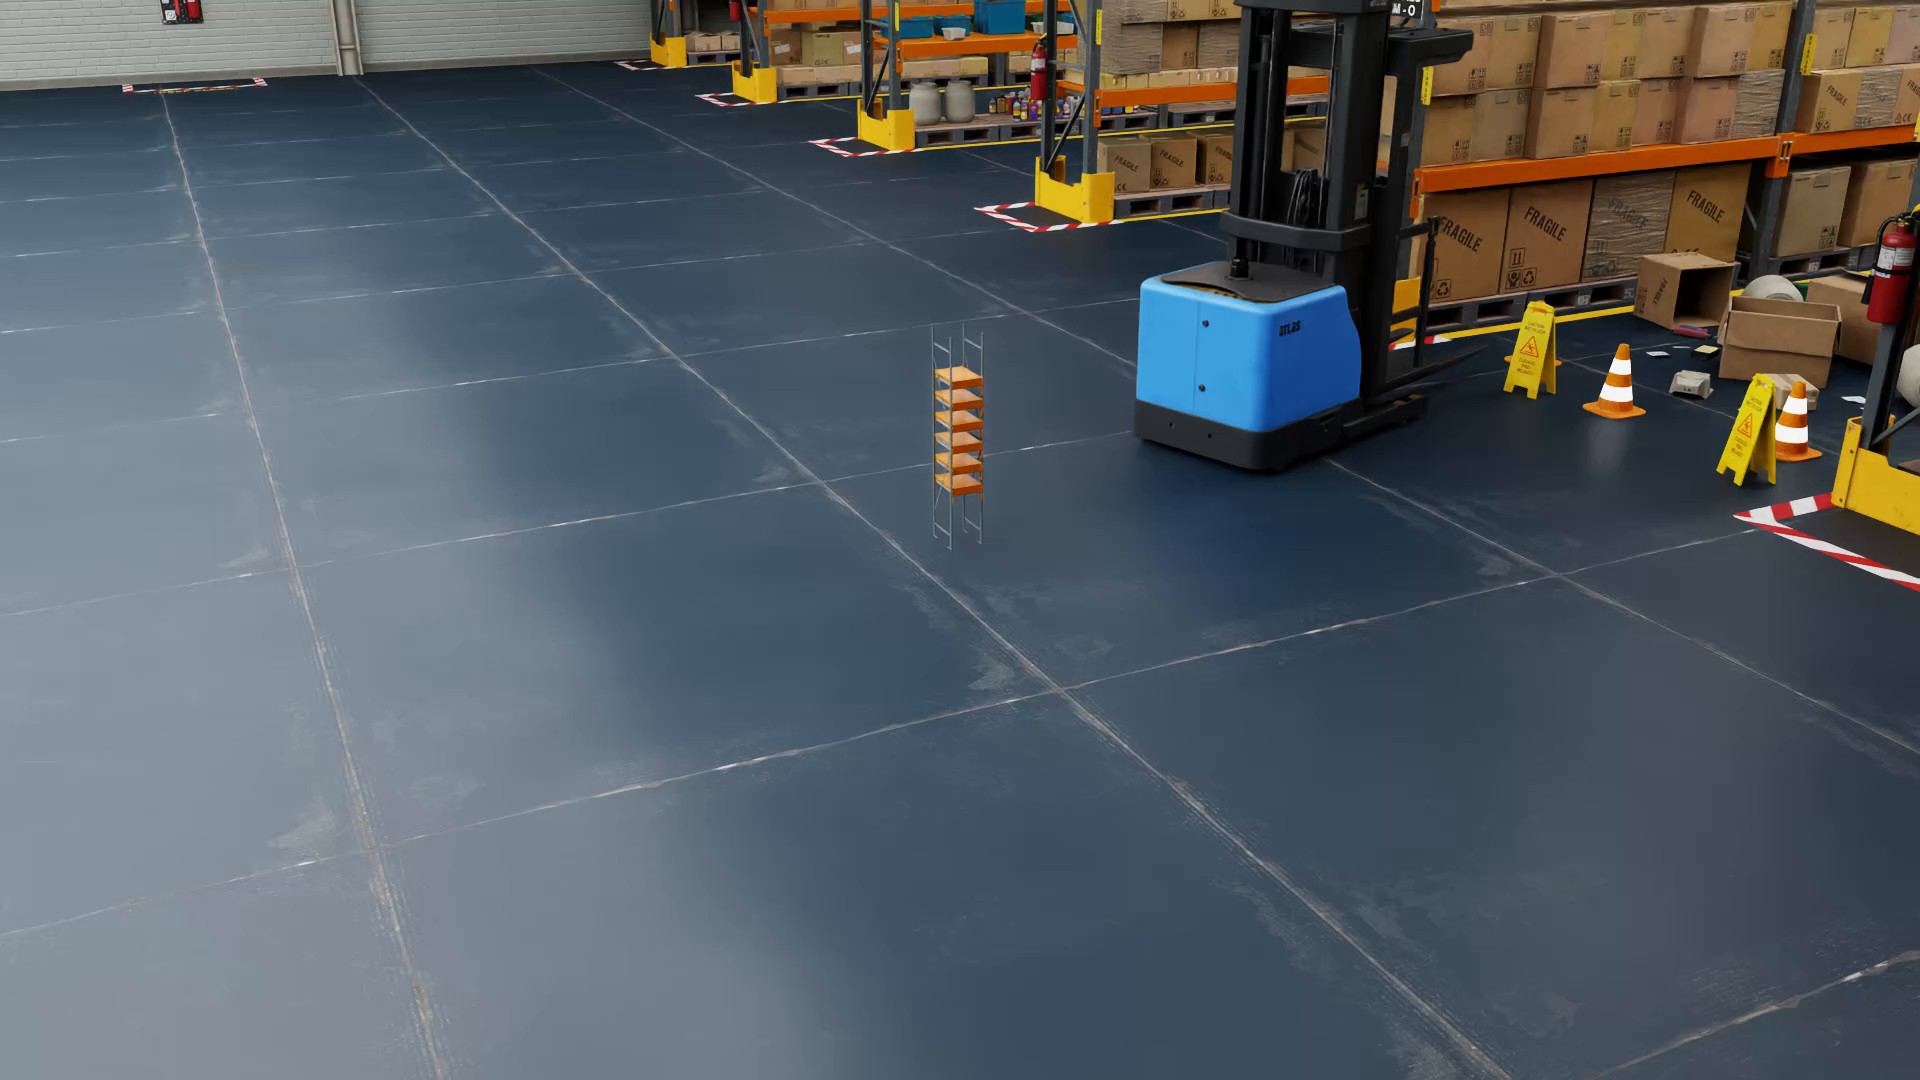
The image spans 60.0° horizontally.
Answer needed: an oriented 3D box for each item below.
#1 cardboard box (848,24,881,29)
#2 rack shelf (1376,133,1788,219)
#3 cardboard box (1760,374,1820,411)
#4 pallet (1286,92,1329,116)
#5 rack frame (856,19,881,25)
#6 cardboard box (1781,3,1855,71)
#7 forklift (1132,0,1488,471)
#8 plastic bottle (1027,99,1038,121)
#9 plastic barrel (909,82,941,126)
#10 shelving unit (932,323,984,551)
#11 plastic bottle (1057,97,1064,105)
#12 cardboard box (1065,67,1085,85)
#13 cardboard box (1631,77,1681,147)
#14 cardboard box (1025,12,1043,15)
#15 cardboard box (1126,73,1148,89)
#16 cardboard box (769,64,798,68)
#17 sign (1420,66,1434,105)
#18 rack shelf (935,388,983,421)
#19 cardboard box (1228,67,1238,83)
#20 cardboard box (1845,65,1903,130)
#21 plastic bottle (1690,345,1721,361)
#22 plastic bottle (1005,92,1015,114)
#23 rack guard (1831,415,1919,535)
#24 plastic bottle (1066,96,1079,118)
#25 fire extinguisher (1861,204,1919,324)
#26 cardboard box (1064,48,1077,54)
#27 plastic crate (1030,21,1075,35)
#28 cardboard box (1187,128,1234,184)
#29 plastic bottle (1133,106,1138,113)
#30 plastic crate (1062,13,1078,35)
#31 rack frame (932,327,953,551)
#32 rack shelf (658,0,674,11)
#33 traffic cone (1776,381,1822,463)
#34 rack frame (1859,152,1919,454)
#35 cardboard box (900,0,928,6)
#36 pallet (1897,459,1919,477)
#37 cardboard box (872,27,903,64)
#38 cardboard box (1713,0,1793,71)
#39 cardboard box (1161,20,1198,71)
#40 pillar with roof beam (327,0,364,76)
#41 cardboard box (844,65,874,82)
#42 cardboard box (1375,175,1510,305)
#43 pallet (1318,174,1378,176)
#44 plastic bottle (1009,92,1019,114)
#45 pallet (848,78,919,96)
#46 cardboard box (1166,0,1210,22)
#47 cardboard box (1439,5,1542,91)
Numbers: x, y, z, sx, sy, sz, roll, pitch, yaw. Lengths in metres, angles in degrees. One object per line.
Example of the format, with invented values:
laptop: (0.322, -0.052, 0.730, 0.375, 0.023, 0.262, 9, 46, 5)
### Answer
cardboard box: (-1.462, -7.973, 26.632, 0.500, 0.500, 0.500, -10, 25, -24)
rack shelf: (4.993, -3.117, 13.775, 4.000, 0.370, 1.077, -10, 25, -24)
cardboard box: (5.733, -1.025, 11.508, 0.250, 0.149, 0.380, 2, 23, 4)
pallet: (5.477, -6.474, 24.591, 1.213, 0.211, 1.003, -10, 25, -24)
rack frame: (-1.709, -10.628, 30.981, 0.127, 3.000, 1.000, -10, 25, -24)
cardboard box: (7.240, -4.374, 14.433, 0.500, 0.500, 0.700, -11, 25, -25)
forklift: (2.514, -2.242, 10.811, 3.031, 2.935, 1.130, -21, 30, -40)
plastic bottle: (0.964, -5.724, 22.108, 0.133, 0.283, 0.061, -10, 25, -23)
plastic barrel: (-0.457, -5.731, 21.853, 0.421, 0.512, 0.421, 0, 22, 0)
shelving unit: (-0.013, -0.552, 8.991, 0.189, 1.200, 0.258, -10, 25, -24)
plastic bottle: (1.394, -6.097, 23.027, 0.097, 0.271, 0.097, 0, 22, 0)
cardboard box: (1.298, -4.846, 17.340, 0.250, 0.149, 0.380, -10, 25, -24)
cardboard box: (5.445, -3.637, 13.895, 0.550, 0.550, 0.875, -10, 25, -24)
cardboard box: (1.269, -10.203, 32.646, 0.500, 0.500, 0.700, -10, 25, -23)
cardboard box: (1.725, -4.728, 17.054, 0.250, 0.149, 0.380, -10, 25, -24)
cardboard box: (-2.807, -7.373, 26.162, 0.500, 0.250, 0.500, -10, 25, -24)
sign: (3.427, -3.362, 12.191, 0.005, 0.325, 0.100, -10, 25, -24)
rack shelf: (-0.013, -0.733, 8.916, 0.180, 0.103, 0.258, -10, 25, -24)
cardboard box: (2.885, -4.908, 17.490, 0.250, 0.149, 0.380, -10, 25, -24)
cardboard box: (7.841, -3.906, 14.610, 0.500, 0.500, 0.500, -10, 25, -23)
plastic bottle: (5.651, -1.423, 12.583, 0.133, 0.061, 0.283, 20, 30, 40)
plastic bottle: (0.687, -5.984, 22.746, 0.135, 0.276, 0.152, -10, 25, -23)
rack guard: (5.498, -0.286, 9.264, 0.348, 0.500, 1.175, -10, 25, -24)
plastic bottle: (1.520, -5.842, 22.403, 0.135, 0.276, 0.152, -10, 24, -23)
fire extinguisher: (5.126, -1.533, 9.108, 0.183, 0.674, 0.296, -10, 25, -24)
cardboard box: (1.842, -8.255, 27.559, 0.500, 0.311, 0.500, -11, 25, -25)
plastic crate: (1.234, -6.736, 21.922, 0.437, 0.136, 0.530, -10, 25, -24)
cardboard box: (2.797, -4.189, 18.143, 0.500, 0.500, 0.500, -8, 24, -19)
plastic bottle: (2.396, -5.957, 22.779, 0.097, 0.201, 0.097, 0, 22, 0)
plastic crate: (1.708, -6.868, 22.092, 0.616, 0.251, 0.499, -10, 25, -24)
rack frame: (-0.095, -0.537, 8.954, 0.006, 1.200, 0.240, -10, 25, -24)
rack shelf: (-3.511, -9.964, 30.317, 4.000, 0.370, 1.077, -10, 25, -24)
traffic cone: (5.257, -0.772, 10.487, 0.334, 0.463, 0.336, -10, 25, -24)
rack frame: (5.429, -1.429, 8.756, 0.127, 3.000, 1.000, -10, 25, -24)
cardboard box: (-0.881, -8.721, 26.241, 0.500, 0.500, 0.700, -10, 25, -23)
pallet: (6.245, -0.275, 9.616, 1.213, 0.211, 1.003, -10, 25, -24)
cardboard box: (-1.229, -7.789, 26.186, 0.500, 0.500, 0.500, -10, 25, -24)
cardboard box: (6.448, -4.300, 14.085, 0.550, 0.550, 0.875, -10, 25, -24)
cardboard box: (2.037, -5.234, 17.428, 0.500, 0.500, 0.875, -10, 25, -24)
pillar with roof beam: (-8.597, -10.672, 23.243, 0.400, 9.000, 9.100, -10, 25, -24)
cardboard box: (-1.682, -7.361, 26.134, 0.500, 0.250, 0.500, -10, 25, -24)
cardboard box: (3.774, -2.465, 13.489, 0.875, 0.875, 0.875, -10, 25, -23)
pallet: (4.146, -4.095, 18.844, 1.213, 0.211, 1.003, -10, 25, -24)
plastic bottle: (0.734, -5.950, 22.656, 0.133, 0.283, 0.061, -10, 25, -24)
pallet: (-1.393, -7.312, 26.615, 1.213, 0.211, 1.003, -10, 25, -24)
cardboard box: (2.199, -5.567, 16.927, 0.500, 0.500, 0.500, -10, 25, -24)
cardboard box: (3.998, -3.857, 13.015, 0.550, 0.550, 0.875, -10, 25, -24)
